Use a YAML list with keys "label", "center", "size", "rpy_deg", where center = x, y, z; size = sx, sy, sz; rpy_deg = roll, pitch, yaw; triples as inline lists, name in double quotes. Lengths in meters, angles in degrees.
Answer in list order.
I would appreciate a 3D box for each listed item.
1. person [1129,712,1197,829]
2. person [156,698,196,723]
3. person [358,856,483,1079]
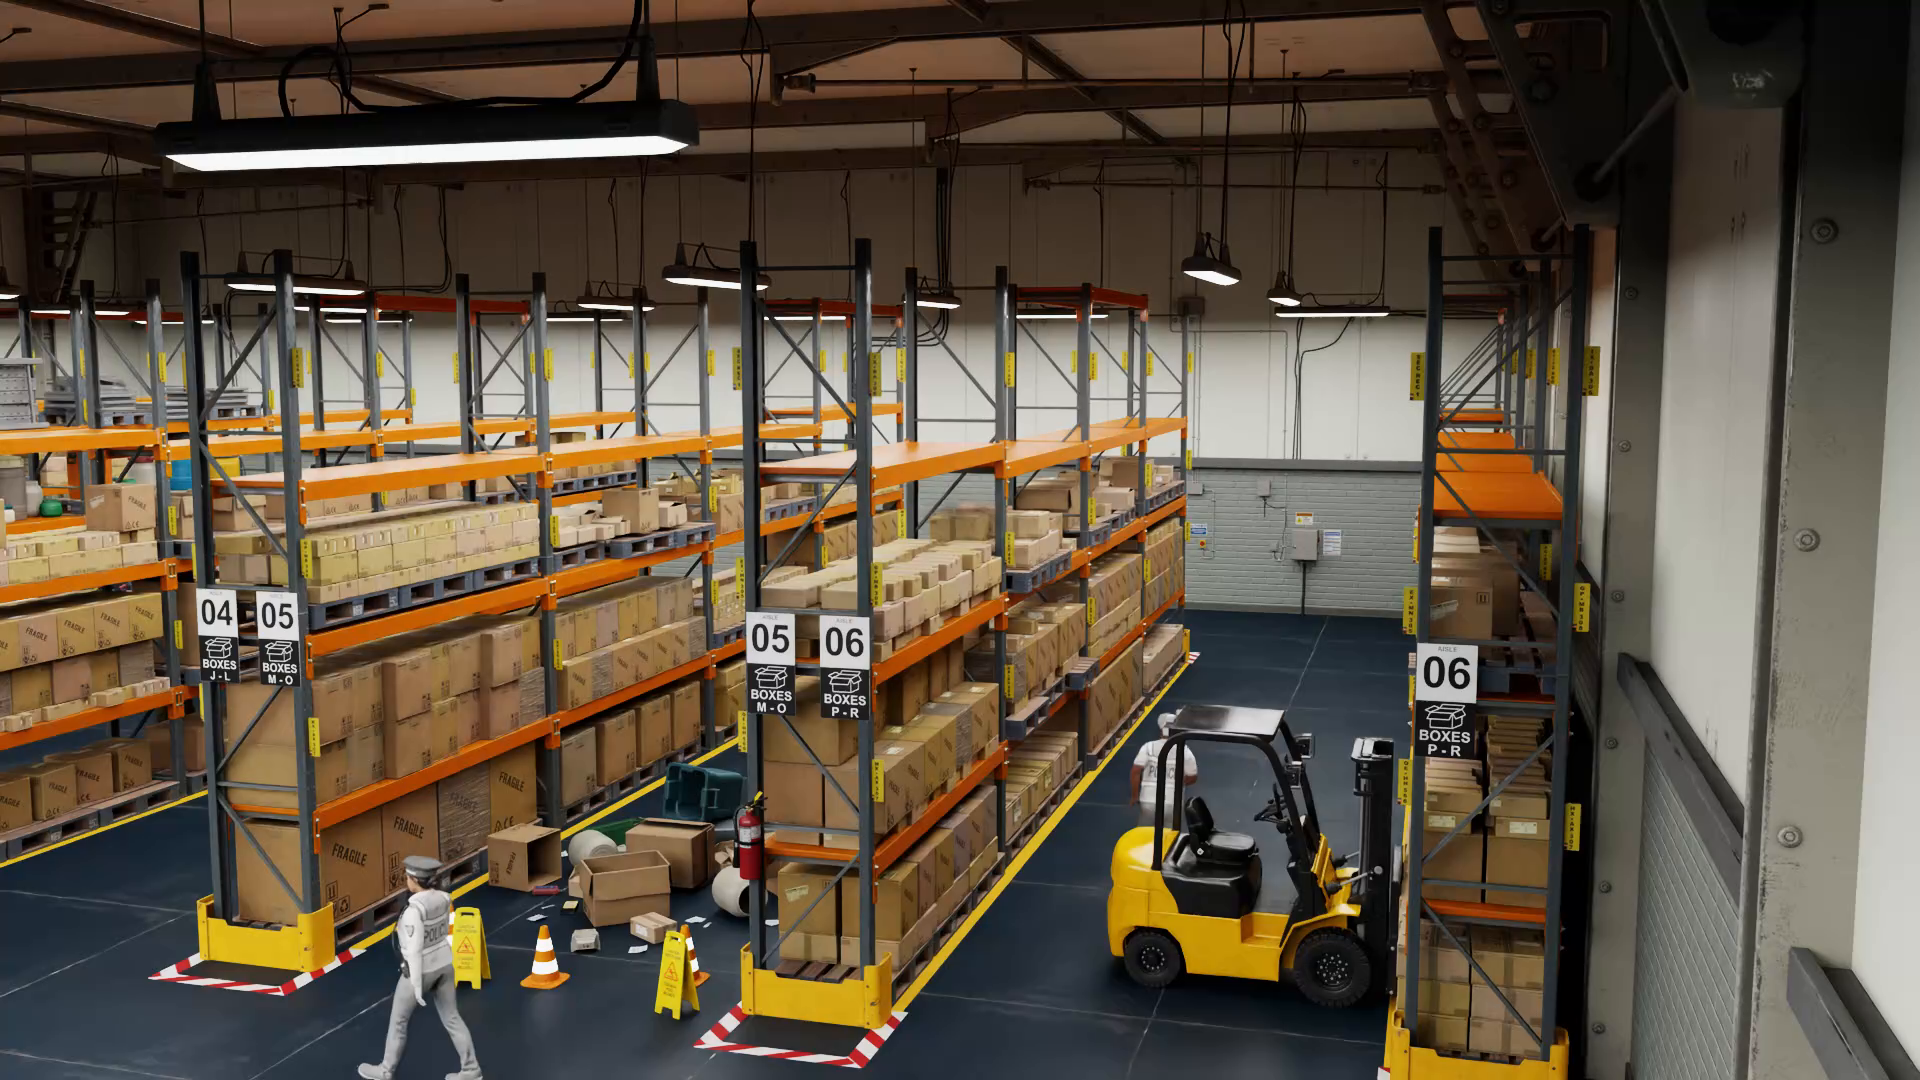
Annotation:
- label: "person"
  center: [1.971, 2.530, 16.172]
  size: [0.639, 1.684, 0.789]
  rpy_deg: [2, 7, 17]
- label: "person"
  center: [-10.358, 1.857, 21.877]
  size: [0.619, 1.793, 0.800]
  rpy_deg: [1, 6, 6]
- label: "person"
  center: [-3.819, 3.041, 11.734]
  size: [0.866, 1.632, 0.444]
  rpy_deg: [3, 7, 27]
